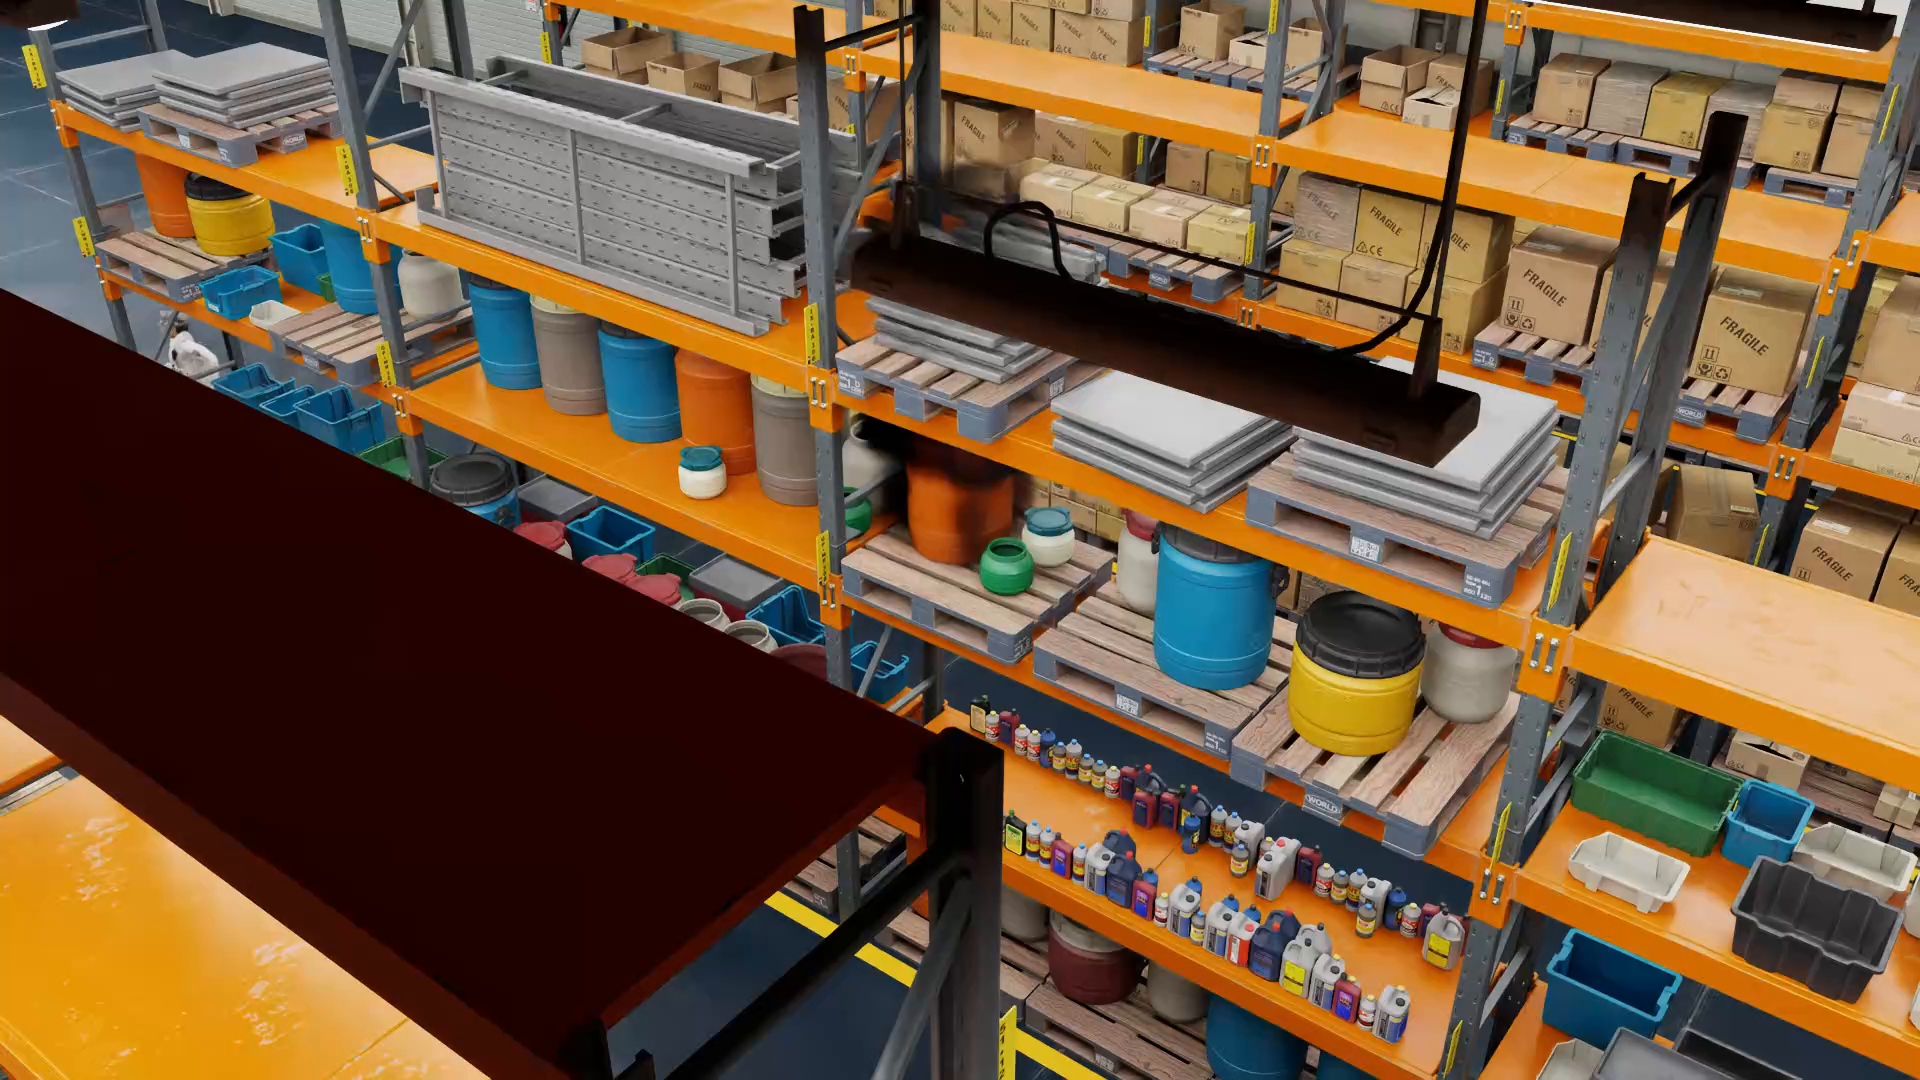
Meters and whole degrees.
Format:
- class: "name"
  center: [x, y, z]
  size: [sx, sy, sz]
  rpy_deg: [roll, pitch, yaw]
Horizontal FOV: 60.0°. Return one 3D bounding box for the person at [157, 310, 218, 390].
- class: "person"
  center: [-7.283, -1.455, 16.056]
  size: [0.902, 1.696, 0.528]
  rpy_deg: [-11, 33, -17]
